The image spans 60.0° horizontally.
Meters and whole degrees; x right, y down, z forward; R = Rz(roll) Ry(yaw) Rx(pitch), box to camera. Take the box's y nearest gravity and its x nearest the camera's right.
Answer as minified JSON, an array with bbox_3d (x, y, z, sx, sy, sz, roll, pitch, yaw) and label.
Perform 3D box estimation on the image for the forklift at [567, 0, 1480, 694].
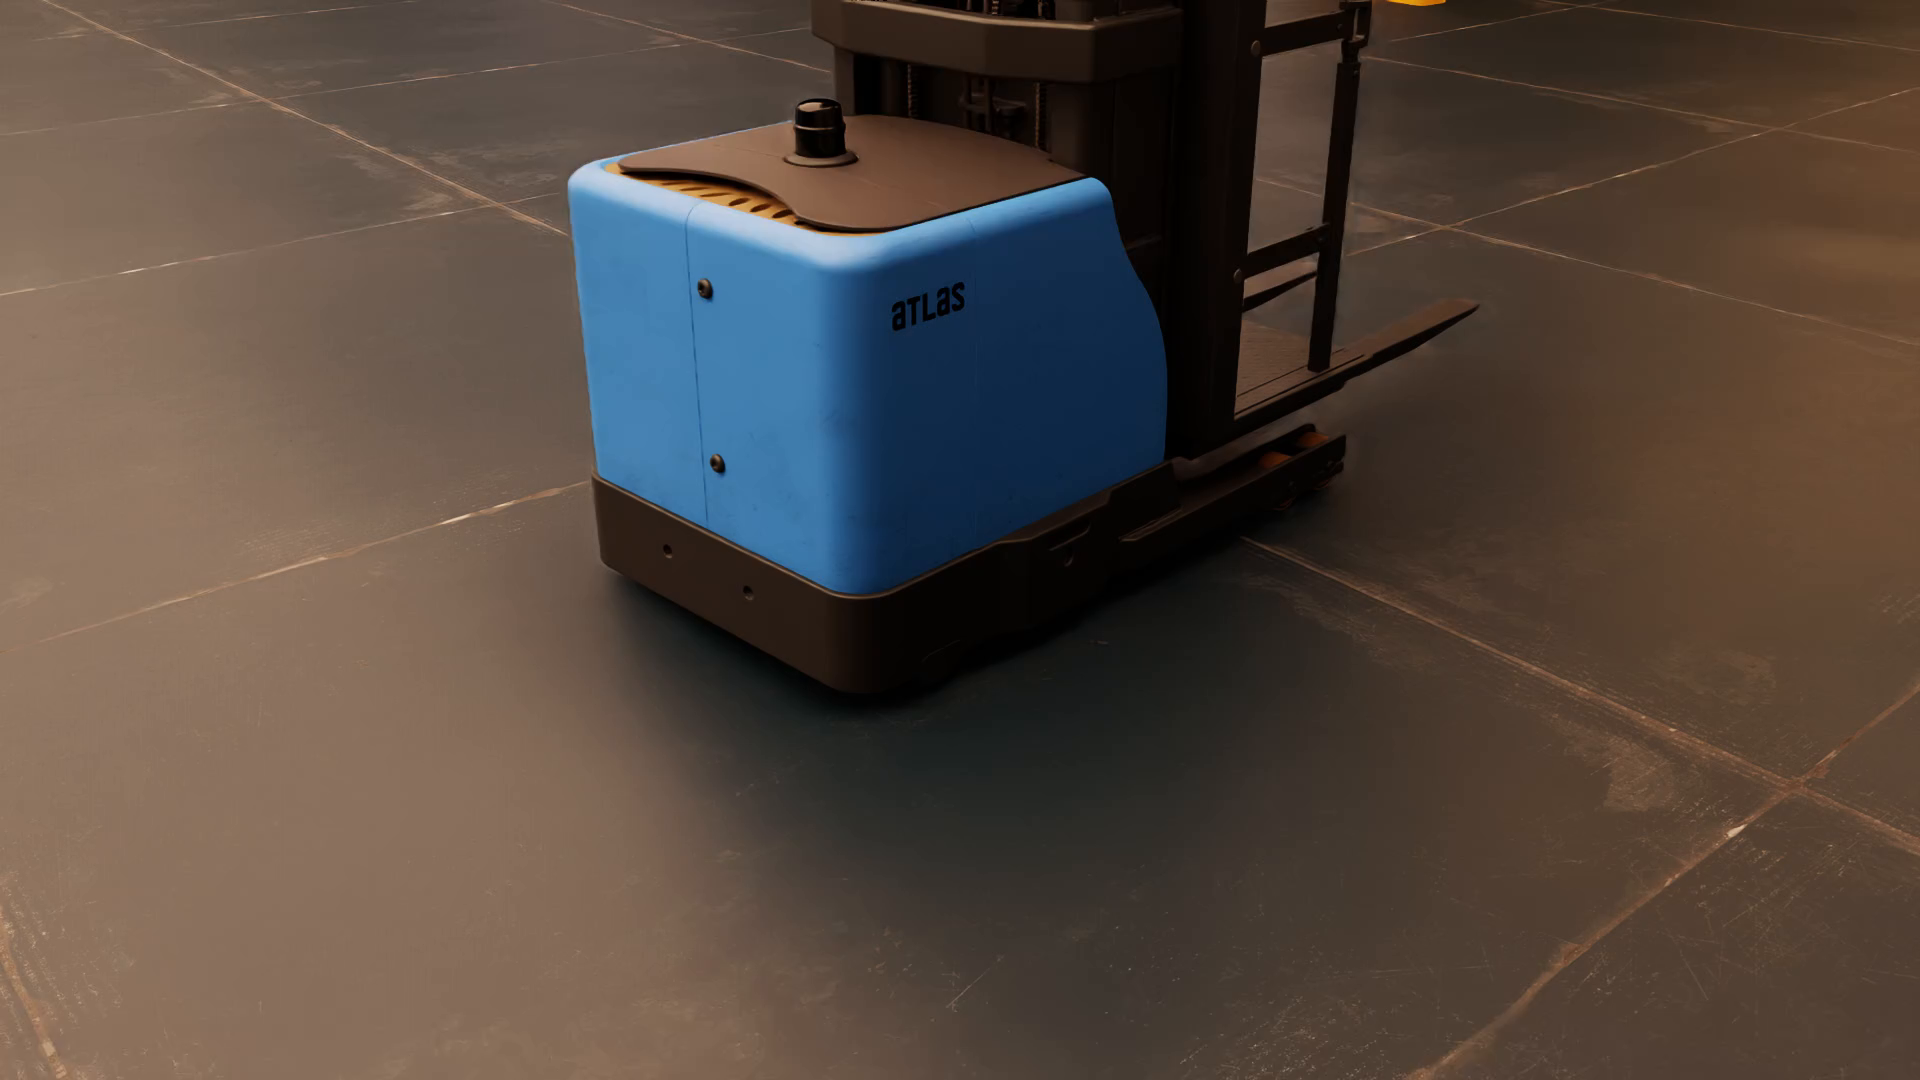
[{"bbox_3d":[0.464,-1.535,4.297,1.130,2.935,3.031,23,35,39],"label":"forklift"}]
